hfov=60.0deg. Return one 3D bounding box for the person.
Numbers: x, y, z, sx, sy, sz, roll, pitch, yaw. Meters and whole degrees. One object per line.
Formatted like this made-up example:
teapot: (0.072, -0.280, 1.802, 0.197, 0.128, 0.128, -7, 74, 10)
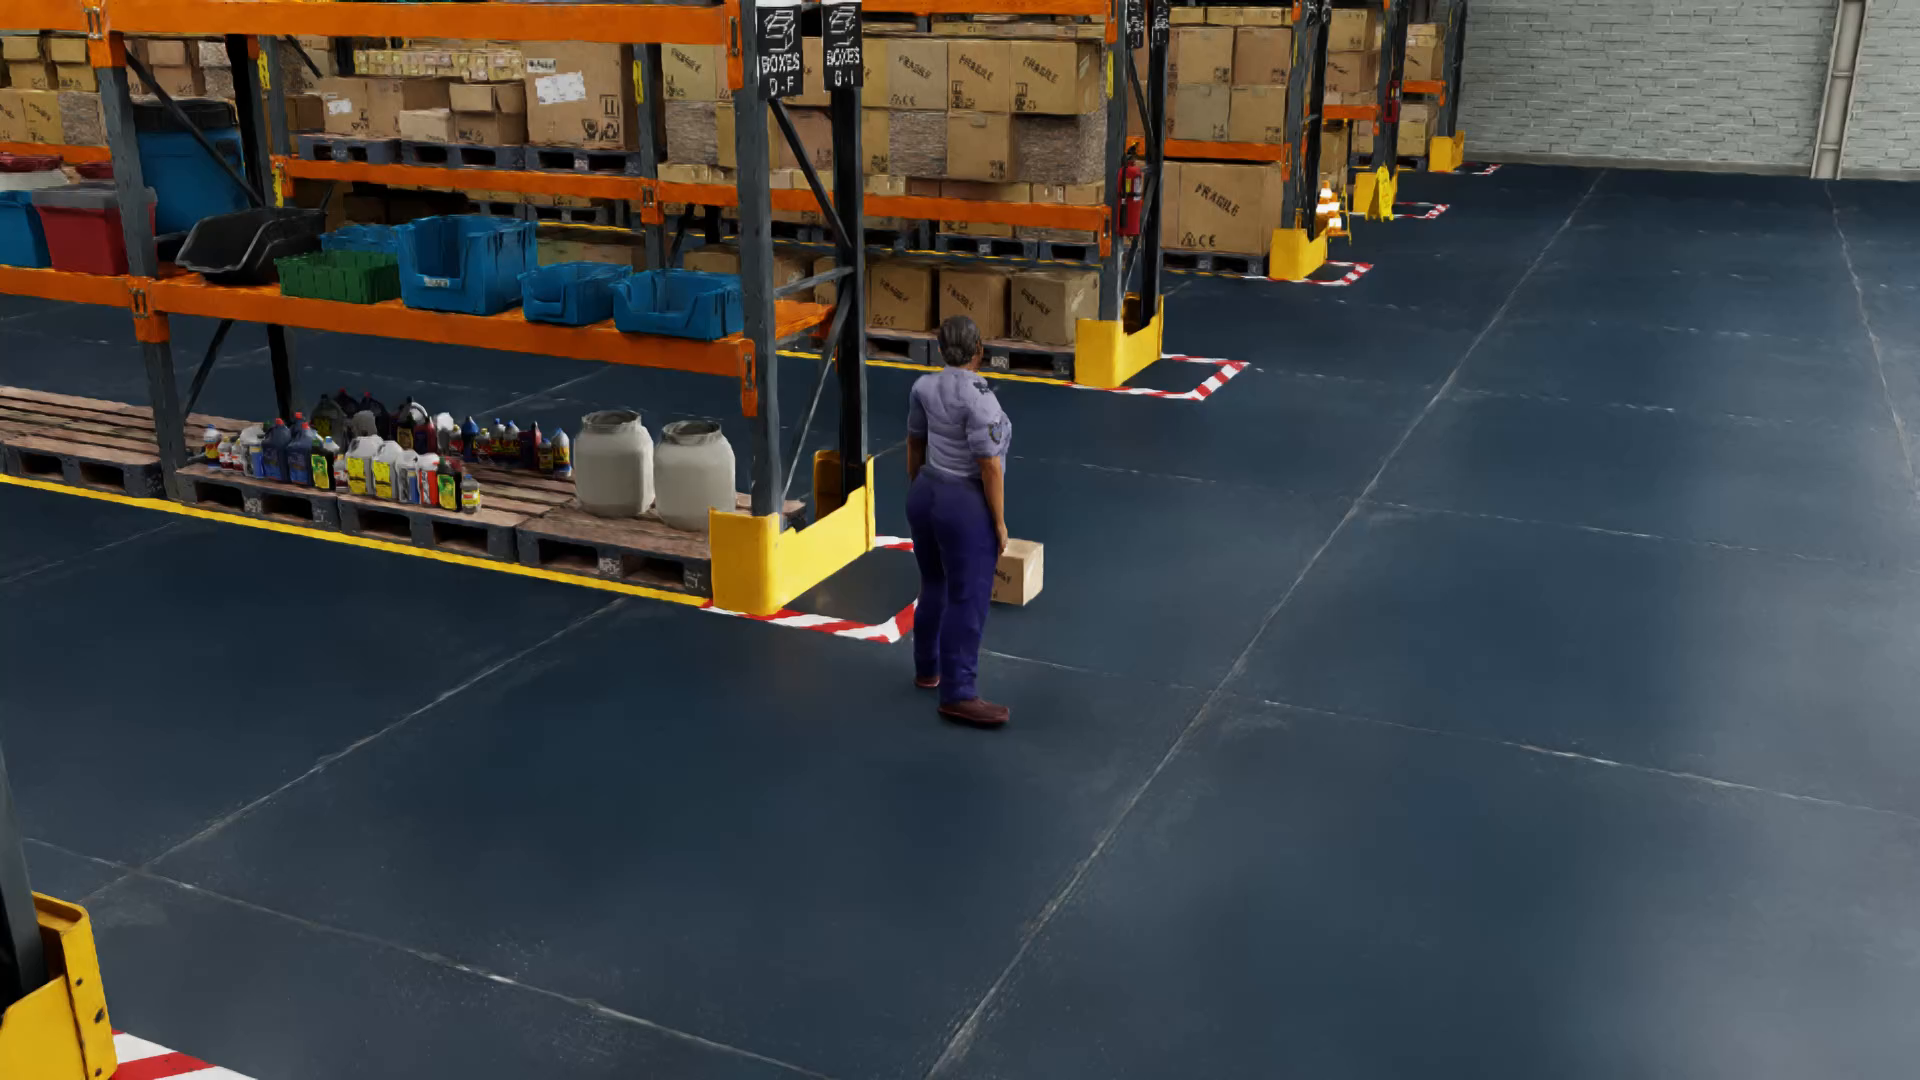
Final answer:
person: (-0.004, -0.104, 6.822, 0.373, 1.654, 0.602, -15, 24, -36)
